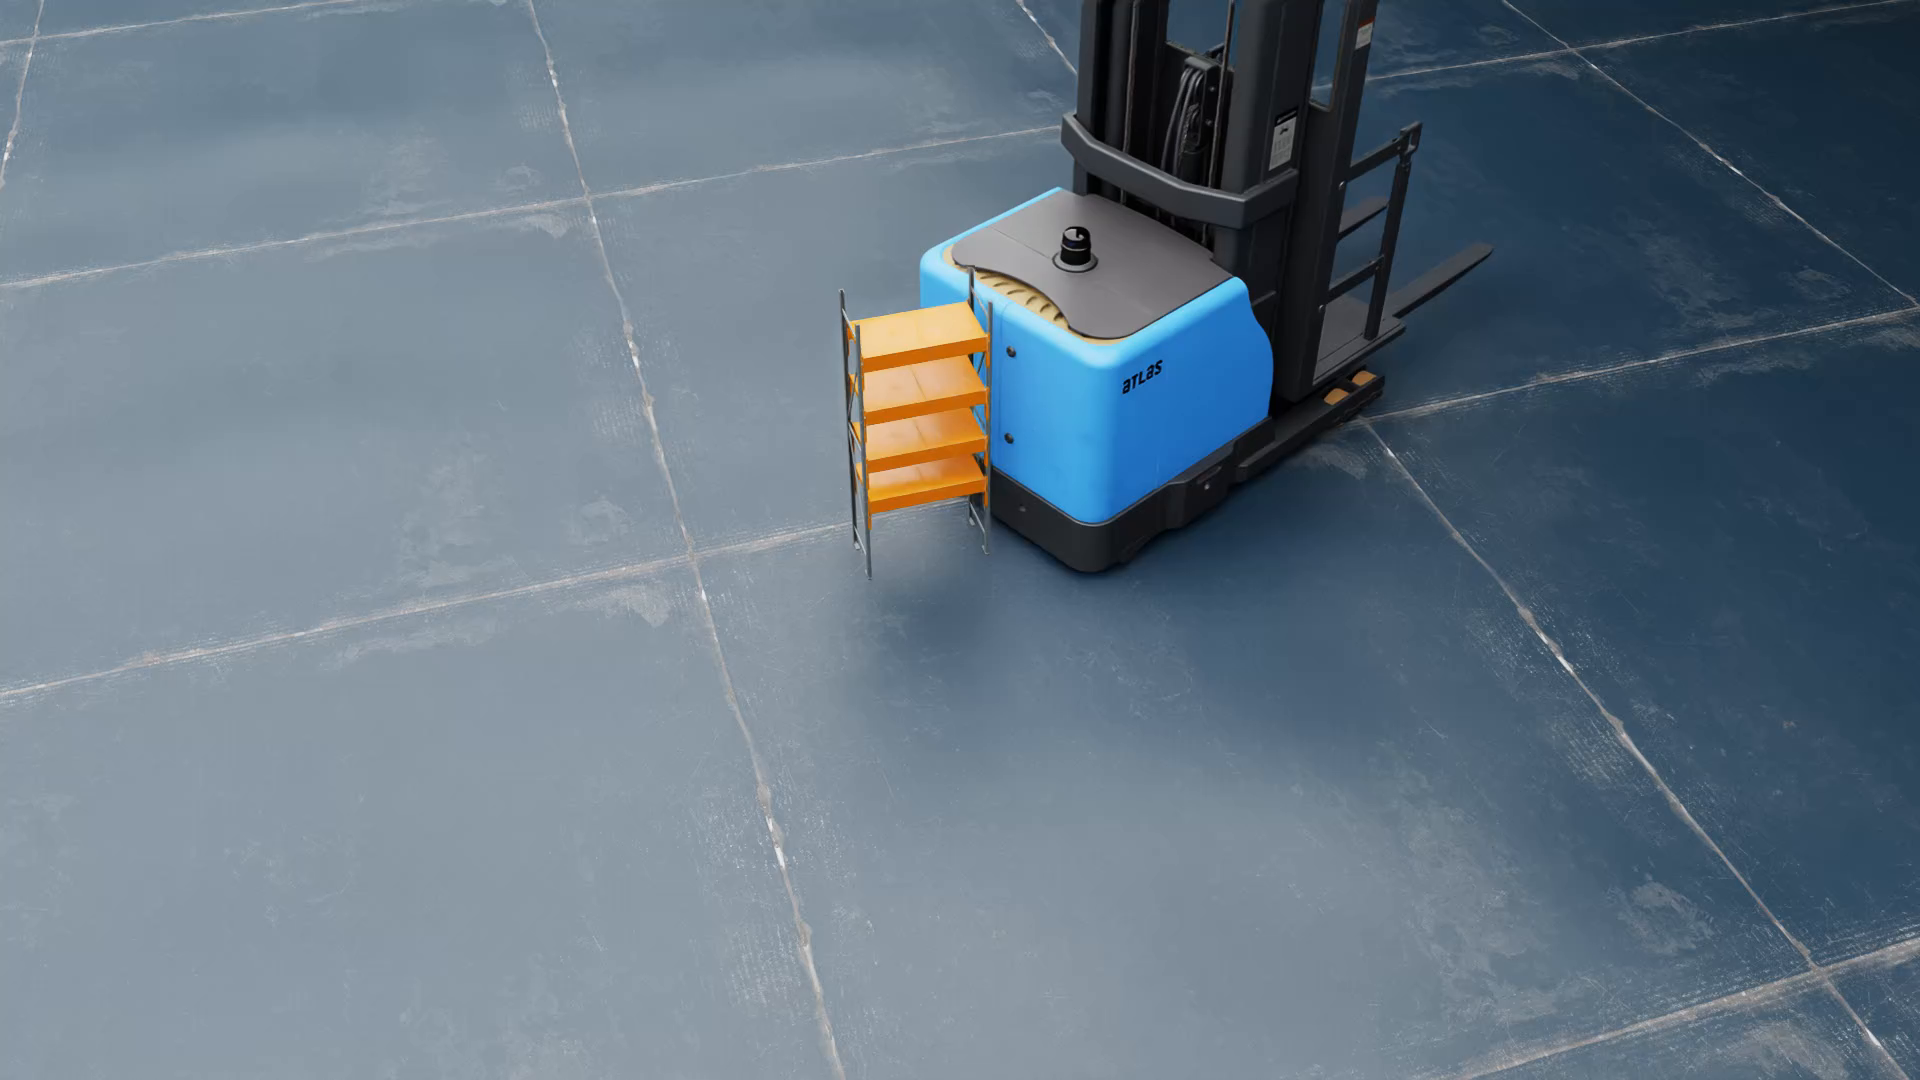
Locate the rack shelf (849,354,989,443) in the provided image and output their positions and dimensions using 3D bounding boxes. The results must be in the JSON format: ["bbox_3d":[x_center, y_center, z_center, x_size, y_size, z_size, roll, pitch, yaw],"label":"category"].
[{"bbox_3d":[-0.158,-0.537,6.215,0.480,0.148,0.258,-12,42,-13],"label":"rack shelf"}]

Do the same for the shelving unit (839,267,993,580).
[{"bbox_3d":[-0.158,-0.419,6.318,0.503,1.200,0.258,-12,42,-13],"label":"shelving unit"}]

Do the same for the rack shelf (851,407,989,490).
[{"bbox_3d":[-0.158,-0.368,6.362,0.480,0.148,0.258,-12,42,-13],"label":"rack shelf"}]

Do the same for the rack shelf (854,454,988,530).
[{"bbox_3d":[-0.158,-0.219,6.493,0.480,0.148,0.258,-12,42,-13],"label":"rack shelf"}]

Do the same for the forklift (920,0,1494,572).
[{"bbox_3d":[1.248,-1.828,6.615,3.031,2.935,1.130,-32,50,-31],"label":"forklift"}]

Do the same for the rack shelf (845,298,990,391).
[{"bbox_3d":[-0.158,-0.715,6.059,0.480,0.148,0.258,-12,42,-13],"label":"rack shelf"}]

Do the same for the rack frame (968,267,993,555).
[{"bbox_3d":[0.075,-0.467,6.373,0.015,1.200,0.240,-12,42,-13],"label":"rack frame"}]

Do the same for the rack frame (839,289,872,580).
[{"bbox_3d":[-0.391,-0.371,6.263,0.015,1.200,0.240,-12,42,-13],"label":"rack frame"}]
